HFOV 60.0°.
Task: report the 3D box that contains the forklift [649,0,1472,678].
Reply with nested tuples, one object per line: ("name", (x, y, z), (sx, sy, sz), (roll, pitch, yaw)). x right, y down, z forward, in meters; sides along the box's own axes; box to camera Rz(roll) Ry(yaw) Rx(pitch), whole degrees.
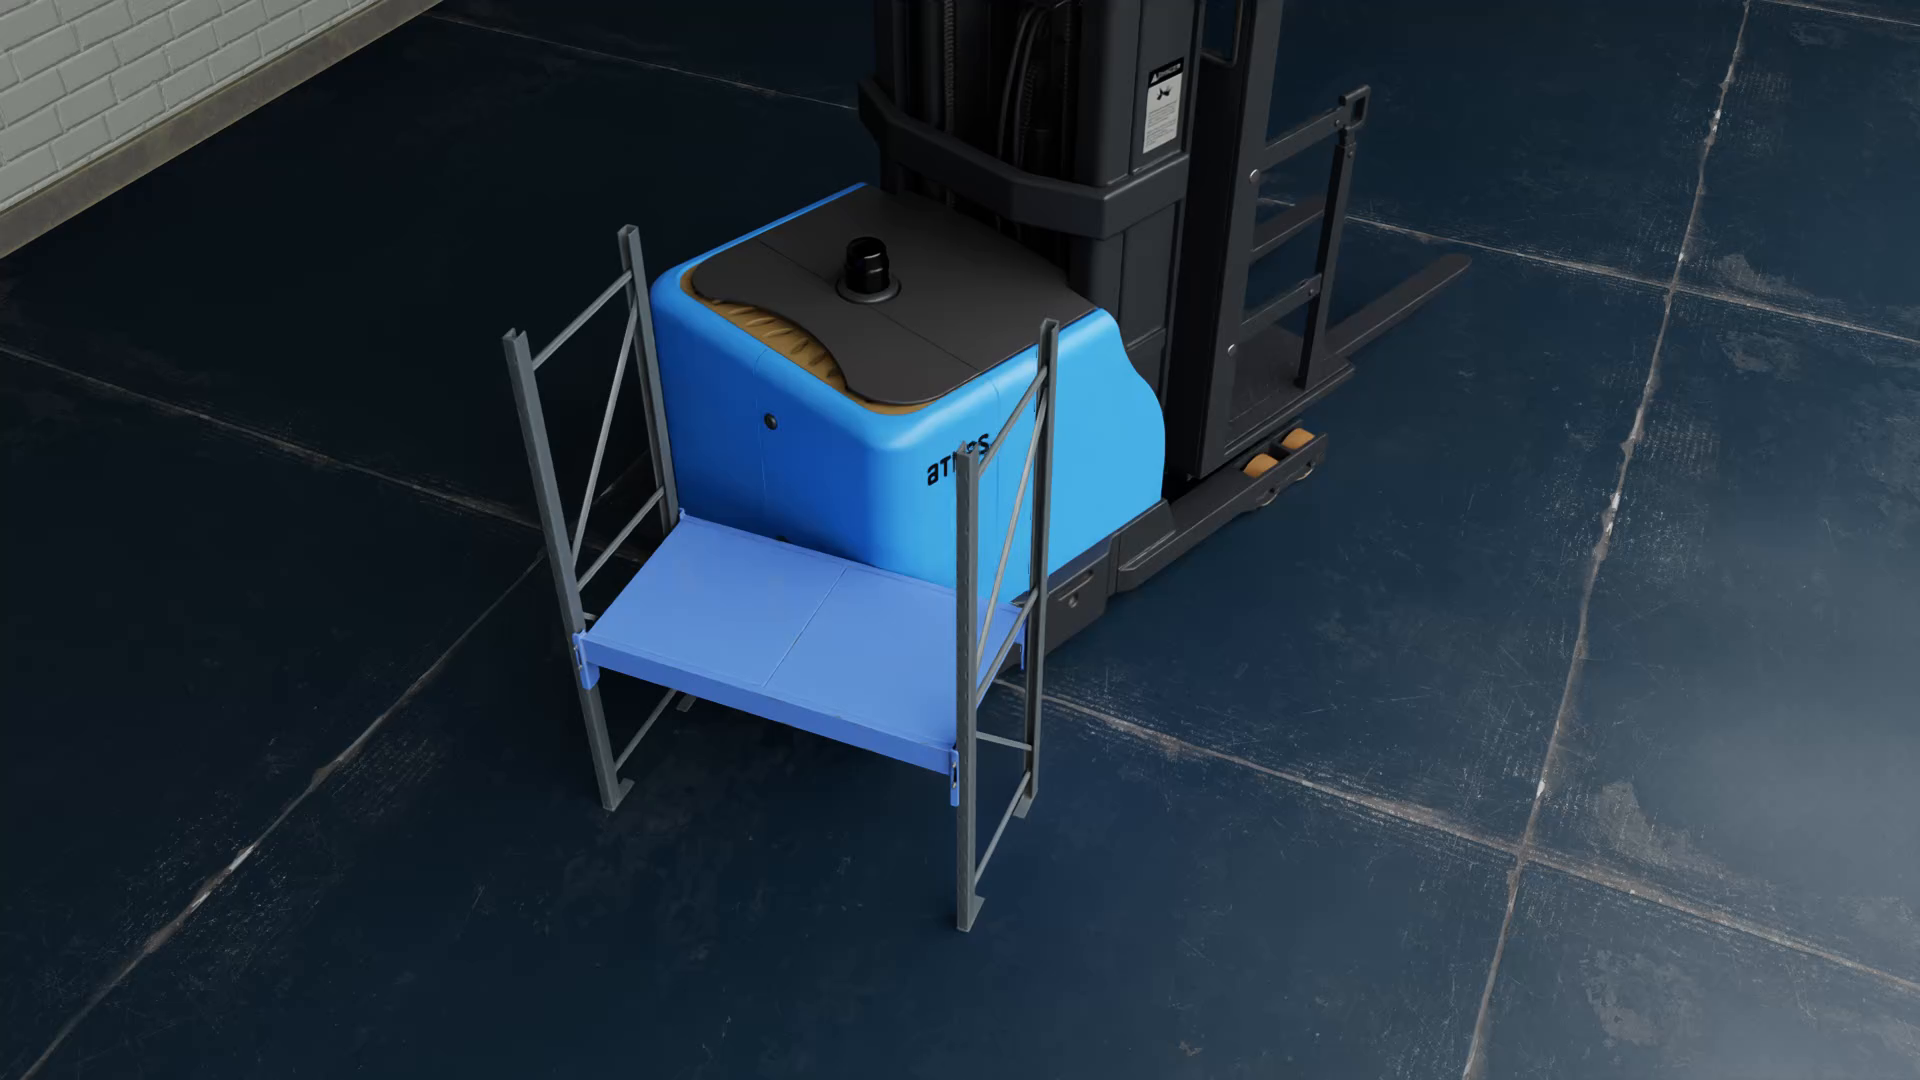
("forklift", (0.562, -1.438, 4.671), (3.031, 2.935, 1.130), (-32, 50, -32))

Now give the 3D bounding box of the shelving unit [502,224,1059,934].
("shelving unit", (-0.370, 0.128, 3.957), (1.048, 1.500, 0.538), (15, 43, 17))

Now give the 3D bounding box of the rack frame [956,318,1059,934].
("rack frame", (0.100, 0.254, 3.812), (0.032, 1.500, 0.500), (15, 43, 17))

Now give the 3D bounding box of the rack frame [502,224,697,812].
("rack frame", (-0.840, 0.001, 4.103), (0.032, 1.500, 0.500), (15, 43, 17))

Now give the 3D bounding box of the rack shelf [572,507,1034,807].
("rack shelf", (-0.370, 0.264, 4.075), (1.000, 0.185, 0.538), (15, 43, 17))
